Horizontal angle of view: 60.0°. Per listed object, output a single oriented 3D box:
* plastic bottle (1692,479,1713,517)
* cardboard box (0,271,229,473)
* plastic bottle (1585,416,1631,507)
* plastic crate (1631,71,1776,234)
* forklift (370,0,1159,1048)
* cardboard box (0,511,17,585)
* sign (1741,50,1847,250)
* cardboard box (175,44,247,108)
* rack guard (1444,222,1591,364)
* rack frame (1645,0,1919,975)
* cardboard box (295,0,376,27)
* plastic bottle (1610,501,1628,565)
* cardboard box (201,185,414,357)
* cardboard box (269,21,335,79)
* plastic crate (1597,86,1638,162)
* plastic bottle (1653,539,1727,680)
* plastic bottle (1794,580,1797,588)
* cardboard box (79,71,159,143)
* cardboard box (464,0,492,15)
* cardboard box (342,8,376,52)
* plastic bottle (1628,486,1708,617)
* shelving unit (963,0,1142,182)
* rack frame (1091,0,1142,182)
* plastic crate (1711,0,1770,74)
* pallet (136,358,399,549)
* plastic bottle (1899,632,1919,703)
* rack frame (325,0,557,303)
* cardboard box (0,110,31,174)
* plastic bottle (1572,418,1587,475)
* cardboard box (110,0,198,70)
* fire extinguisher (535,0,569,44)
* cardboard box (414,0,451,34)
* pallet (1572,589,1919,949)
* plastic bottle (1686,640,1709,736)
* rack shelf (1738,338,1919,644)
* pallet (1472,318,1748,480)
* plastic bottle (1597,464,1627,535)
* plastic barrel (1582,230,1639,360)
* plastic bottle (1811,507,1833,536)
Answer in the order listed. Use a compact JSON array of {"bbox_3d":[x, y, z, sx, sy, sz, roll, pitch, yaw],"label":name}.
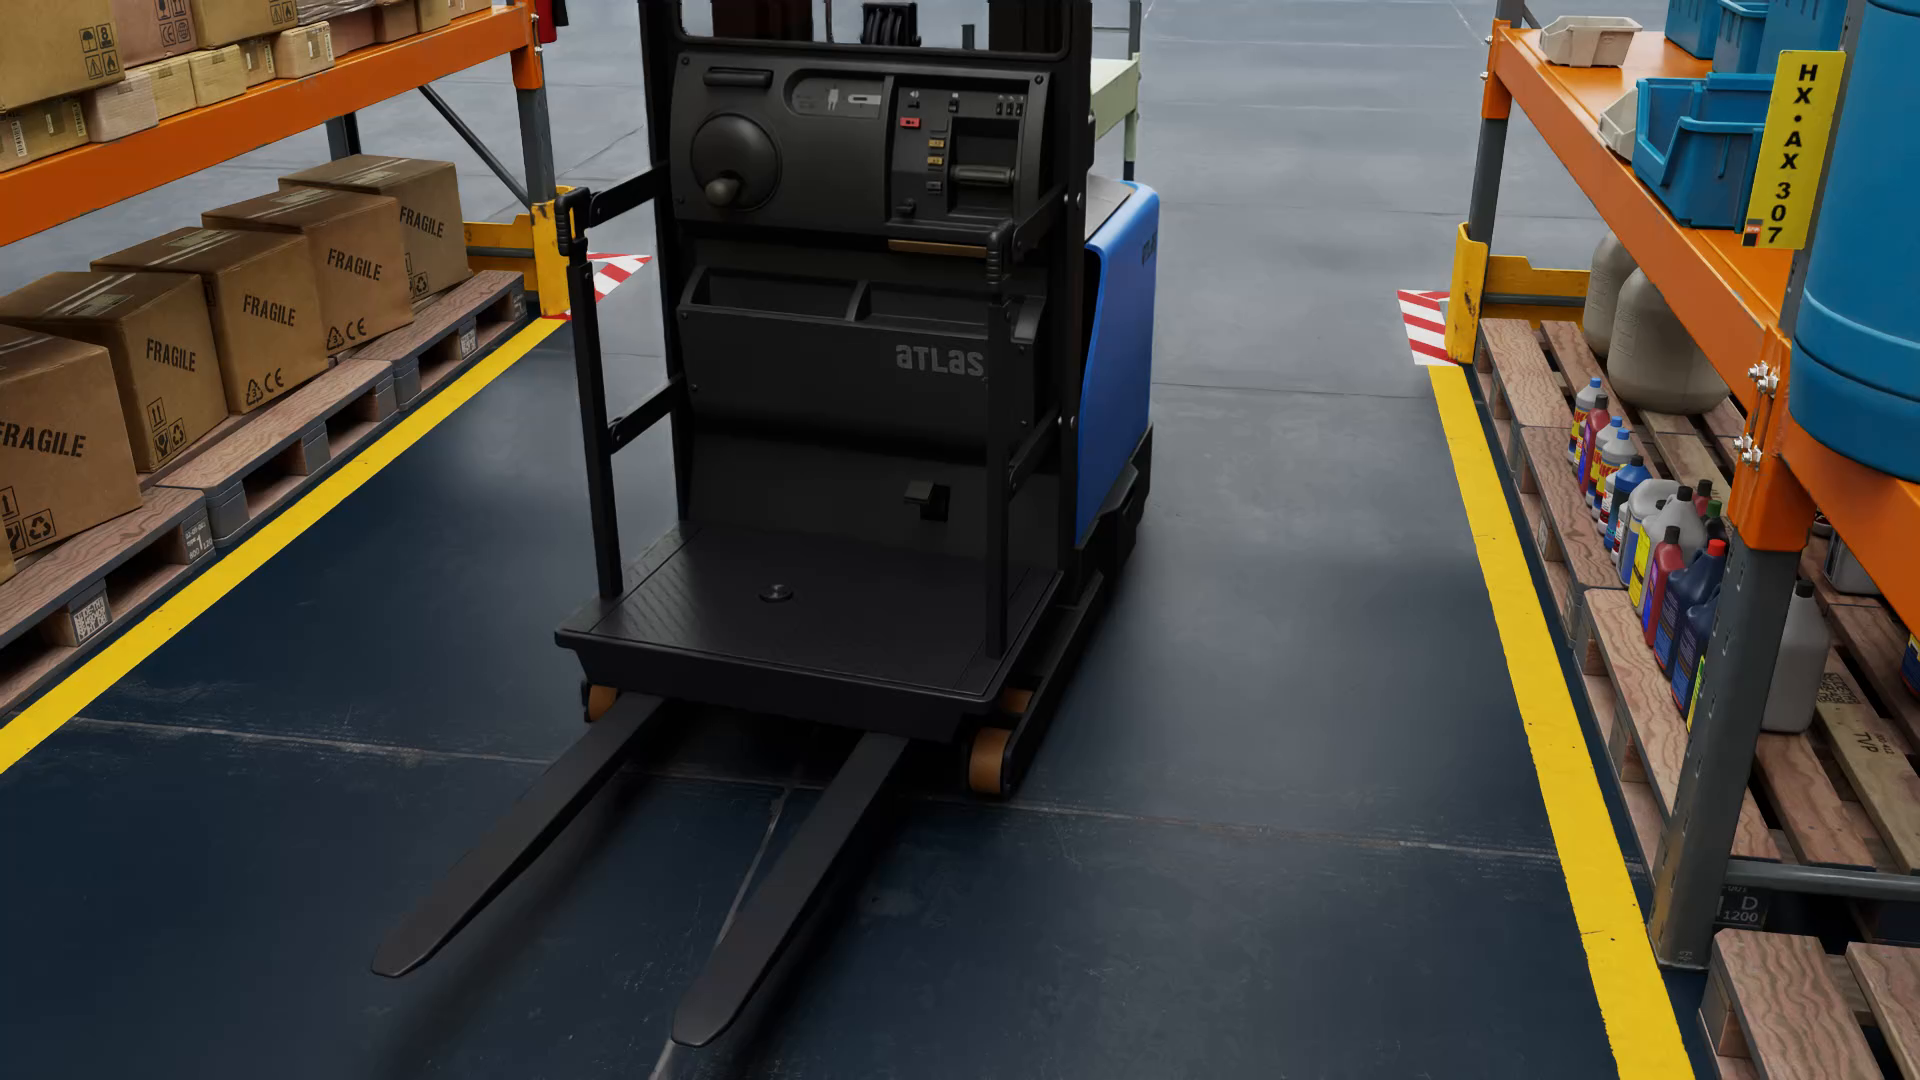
[{"bbox_3d":[1.964,-0.011,4.420,0.061,0.283,0.133,4,25,9],"label":"plastic bottle"},{"bbox_3d":[-2.748,-0.547,5.334,0.500,0.500,0.500,2,25,4],"label":"cardboard box"},{"bbox_3d":[1.918,-0.233,4.909,0.097,0.271,0.097,0,25,0],"label":"plastic bottle"},{"bbox_3d":[1.837,-0.891,3.790,0.499,0.251,0.616,4,25,9],"label":"plastic crate"},{"bbox_3d":[-0.310,-0.908,3.733,1.130,2.935,3.031,8,26,16],"label":"forklift"},{"bbox_3d":[-2.858,-0.042,4.255,0.500,0.500,0.500,3,25,7],"label":"cardboard box"},{"bbox_3d":[1.383,-0.644,2.762,0.100,0.325,0.005,4,25,9],"label":"sign"},{"bbox_3d":[-2.399,-1.403,5.006,0.380,0.149,0.250,4,25,9],"label":"cardboard box"},{"bbox_3d":[2.611,-0.982,6.759,1.175,0.500,0.348,4,25,9],"label":"rack guard"},{"bbox_3d":[1.924,-0.476,2.730,1.000,3.000,0.127,4,25,9],"label":"rack frame"},{"bbox_3d":[-2.514,-2.021,5.560,0.875,0.500,0.500,4,25,9],"label":"cardboard box"},{"bbox_3d":[1.851,-0.032,4.562,0.097,0.201,0.097,0,25,0],"label":"plastic bottle"},{"bbox_3d":[-2.491,-1.038,6.383,0.500,0.500,0.500,11,27,22],"label":"cardboard box"},{"bbox_3d":[-2.293,-1.611,5.449,0.380,0.149,0.250,4,25,9],"label":"cardboard box"},{"bbox_3d":[1.939,-1.054,4.274,0.530,0.136,0.437,4,25,9],"label":"plastic crate"},{"bbox_3d":[1.776,0.154,3.987,0.144,0.351,0.185,3,25,6],"label":"plastic bottle"},{"bbox_3d":[1.926,0.188,4.004,0.152,0.276,0.135,4,25,9],"label":"plastic bottle"},{"bbox_3d":[-2.451,-1.192,4.554,0.380,0.149,0.250,4,25,9],"label":"cardboard box"},{"bbox_3d":[-2.152,-2.245,6.805,0.380,0.149,0.250,4,25,9],"label":"cardboard box"},{"bbox_3d":[-2.321,-1.827,5.912,0.380,0.149,0.250,4,25,9],"label":"cardboard box"},{"bbox_3d":[1.829,0.019,4.276,0.144,0.351,0.185,4,25,8],"label":"plastic bottle"},{"bbox_3d":[0.312,-1.027,5.674,0.431,1.500,0.755,8,26,16],"label":"shelving unit"},{"bbox_3d":[0.421,-1.175,5.991,0.400,1.500,0.023,8,26,16],"label":"rack frame"},{"bbox_3d":[2.679,-1.581,5.264,0.499,0.251,0.408,4,25,9],"label":"plastic crate"},{"bbox_3d":[-2.691,-0.352,5.752,1.003,0.211,1.213,4,25,9],"label":"pallet"},{"bbox_3d":[2.323,0.205,3.879,0.144,0.351,0.185,4,25,9],"label":"plastic bottle"},{"bbox_3d":[-2.309,-2.493,7.037,1.000,3.000,0.127,4,25,9],"label":"rack frame"},{"bbox_3d":[-2.564,-0.985,4.112,0.380,0.149,0.250,4,25,9],"label":"cardboard box"},{"bbox_3d":[1.957,-0.301,5.137,0.097,0.201,0.097,0,25,0],"label":"plastic bottle"},{"bbox_3d":[-2.729,-1.606,4.675,0.875,0.500,0.500,4,25,9],"label":"cardboard box"},{"bbox_3d":[-1.836,-2.473,7.087,0.296,0.674,0.183,4,25,9],"label":"fire extinguisher"},{"bbox_3d":[-2.183,-2.033,6.350,0.380,0.149,0.250,4,25,9],"label":"cardboard box"},{"bbox_3d":[2.075,0.509,3.915,1.003,0.211,1.213,4,25,9],"label":"pallet"},{"bbox_3d":[1.677,0.331,3.691,0.061,0.283,0.133,5,26,11],"label":"plastic bottle"},{"bbox_3d":[1.597,0.686,1.095,1.077,0.370,4.000,4,25,9],"label":"rack shelf"},{"bbox_3d":[2.473,-0.512,6.095,1.003,0.211,1.213,4,25,9],"label":"pallet"},{"bbox_3d":[1.885,-0.118,4.746,0.097,0.201,0.097,0,25,0],"label":"plastic bottle"},{"bbox_3d":[2.545,-0.932,6.143,0.421,0.512,0.421,0,25,0],"label":"plastic barrel"},{"bbox_3d":[2.493,-0.122,4.754,0.097,0.201,0.097,0,25,0],"label":"plastic bottle"}]
